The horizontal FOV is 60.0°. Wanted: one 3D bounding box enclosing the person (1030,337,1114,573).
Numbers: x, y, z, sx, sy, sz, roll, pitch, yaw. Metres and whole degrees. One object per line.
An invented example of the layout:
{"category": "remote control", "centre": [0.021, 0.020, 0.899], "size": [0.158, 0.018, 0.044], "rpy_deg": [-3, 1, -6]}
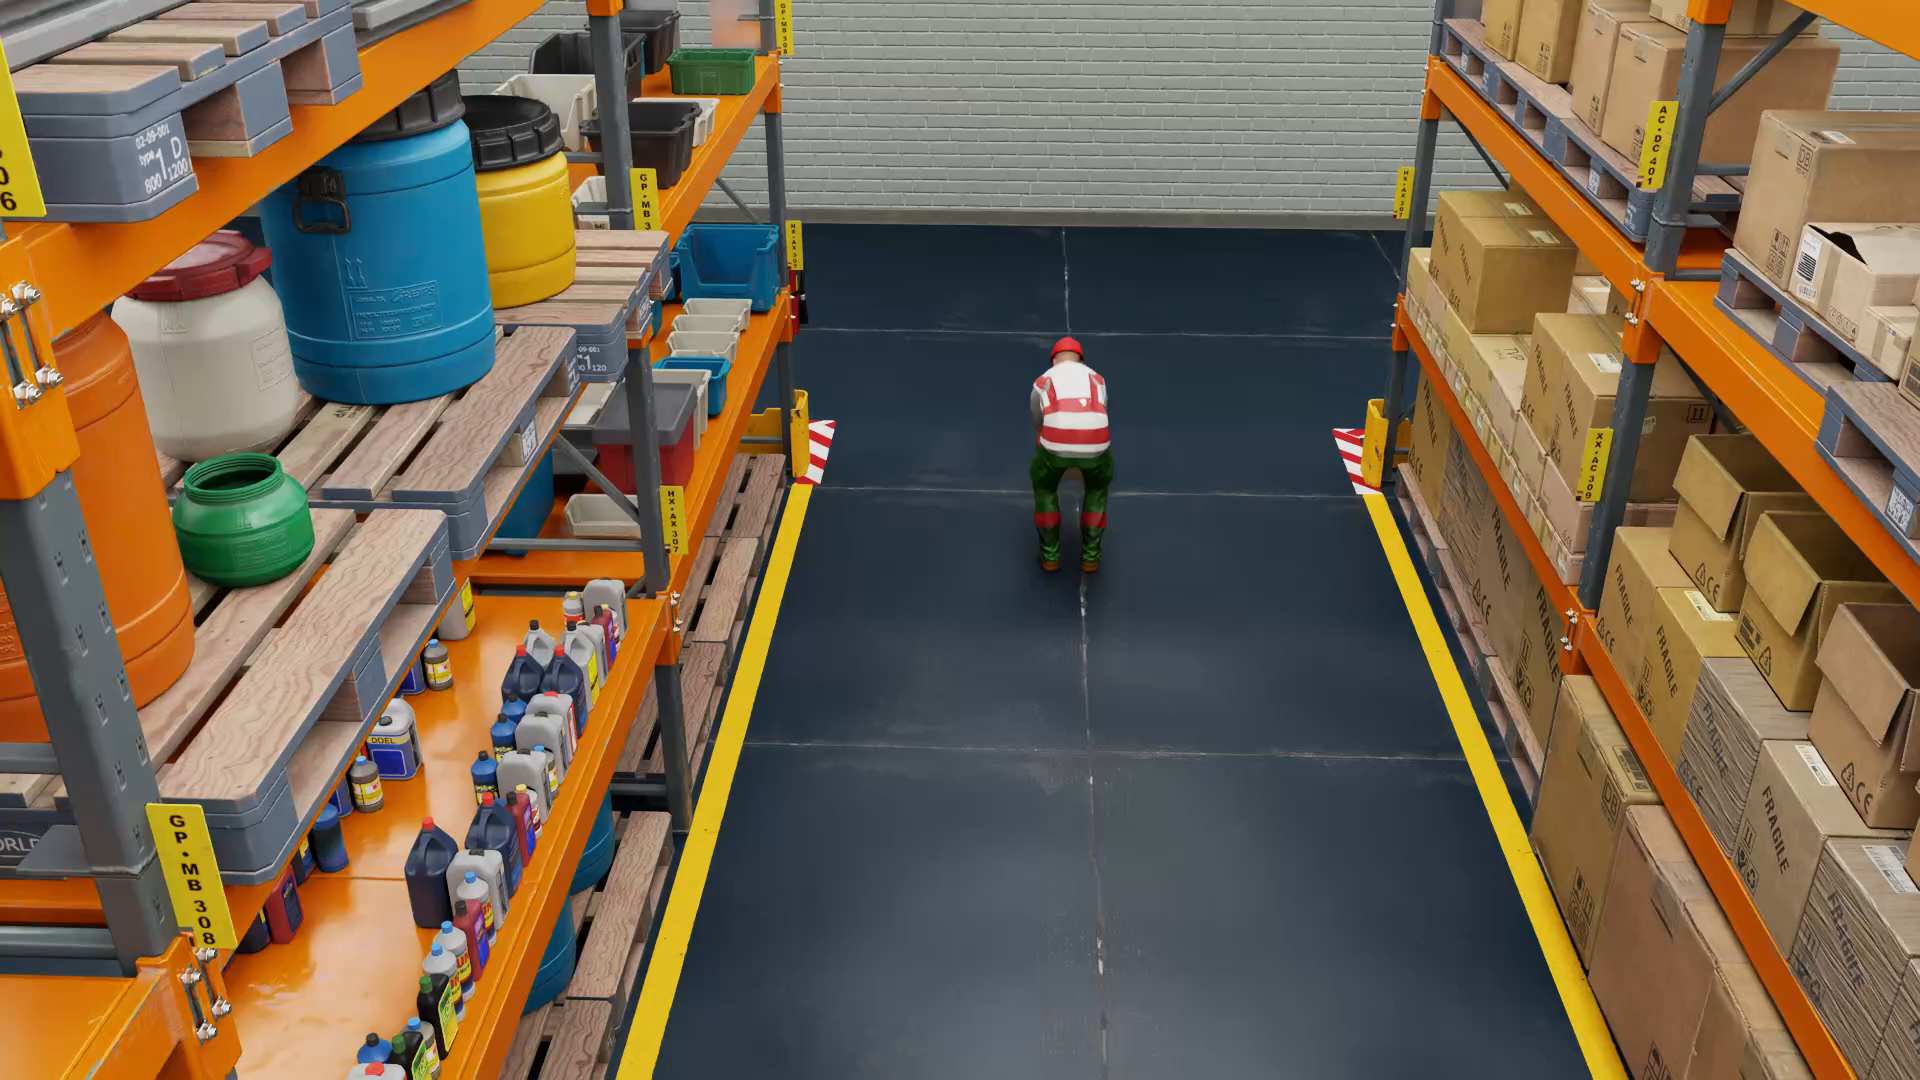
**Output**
{"category": "person", "centre": [0.673, -0.515, 10.141], "size": [0.507, 1.258, 0.927], "rpy_deg": [0, 28, 0]}
